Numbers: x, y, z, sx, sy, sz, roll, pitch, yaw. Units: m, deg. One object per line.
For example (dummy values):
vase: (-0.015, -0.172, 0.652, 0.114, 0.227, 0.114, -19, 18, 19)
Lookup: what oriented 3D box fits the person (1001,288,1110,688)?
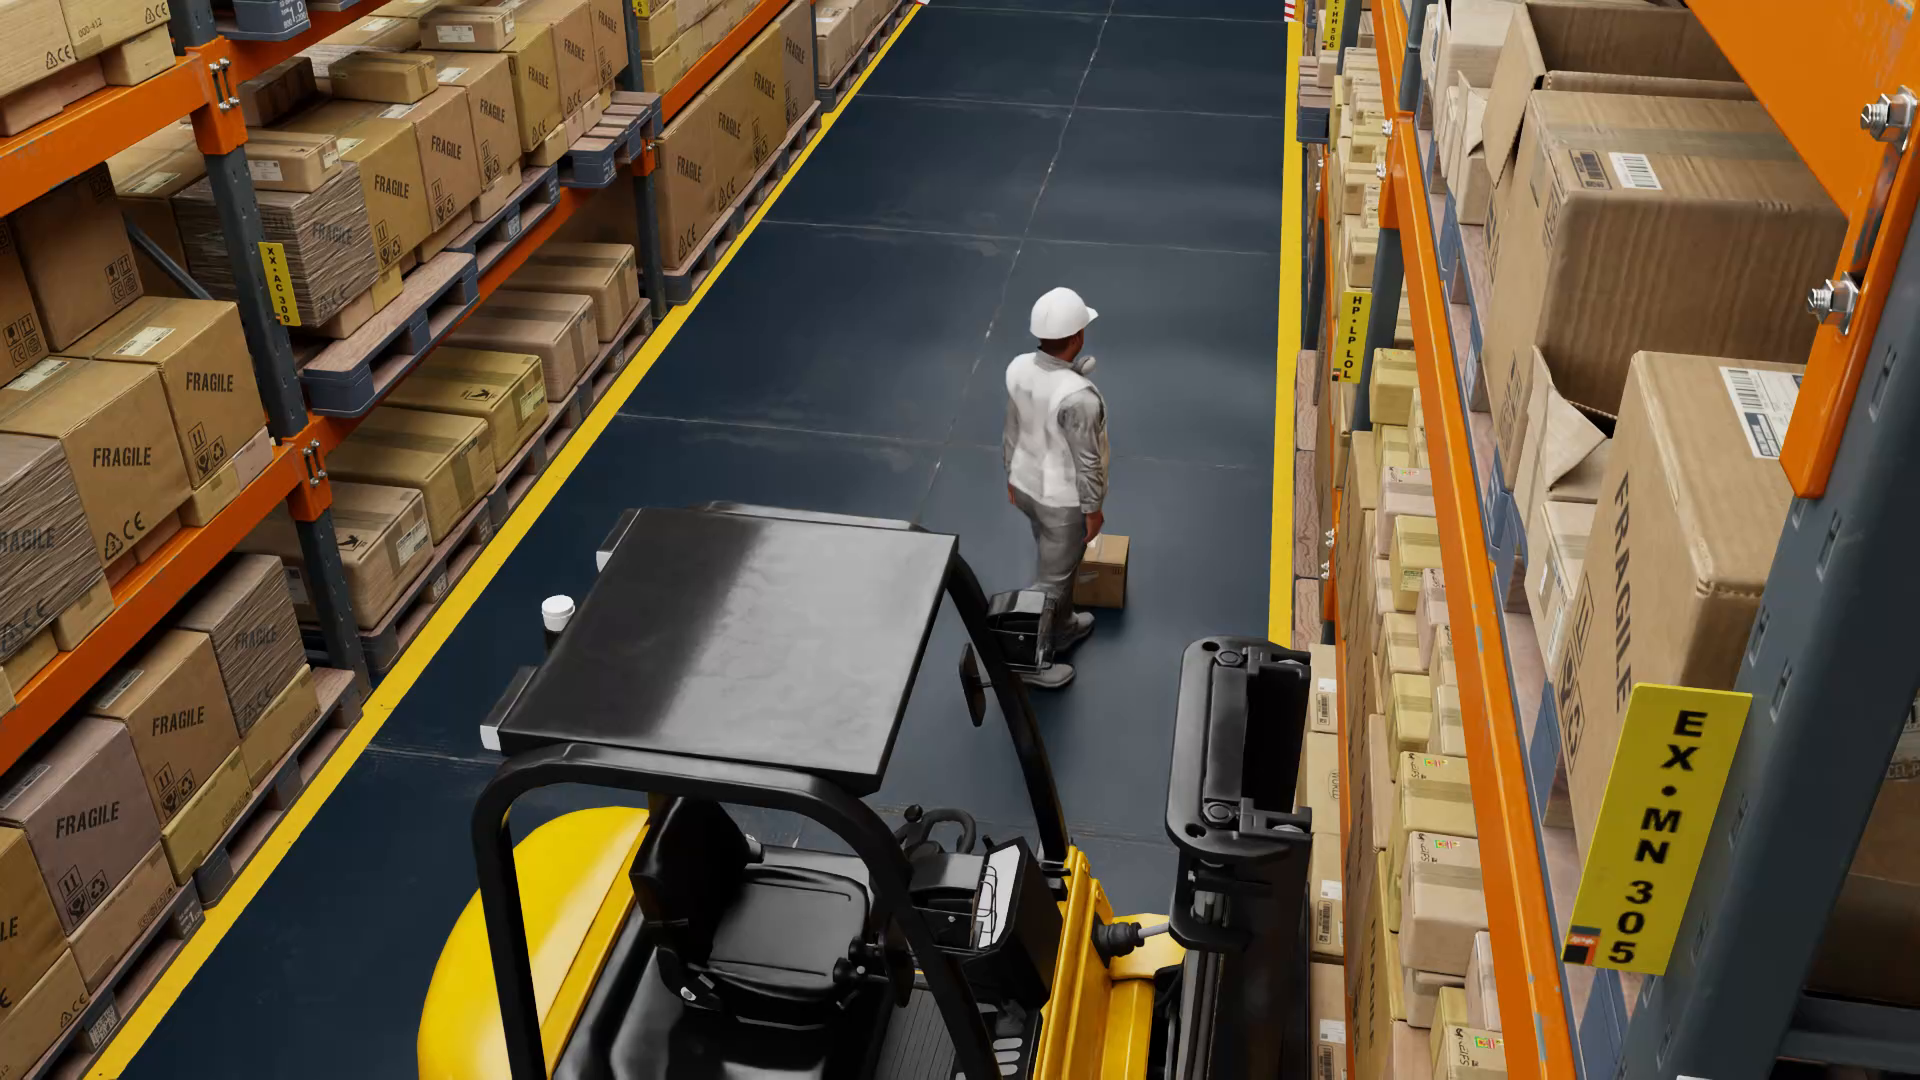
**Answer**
person: (0.422, -0.219, 6.952, 0.620, 1.772, 0.539, -19, 37, -27)
